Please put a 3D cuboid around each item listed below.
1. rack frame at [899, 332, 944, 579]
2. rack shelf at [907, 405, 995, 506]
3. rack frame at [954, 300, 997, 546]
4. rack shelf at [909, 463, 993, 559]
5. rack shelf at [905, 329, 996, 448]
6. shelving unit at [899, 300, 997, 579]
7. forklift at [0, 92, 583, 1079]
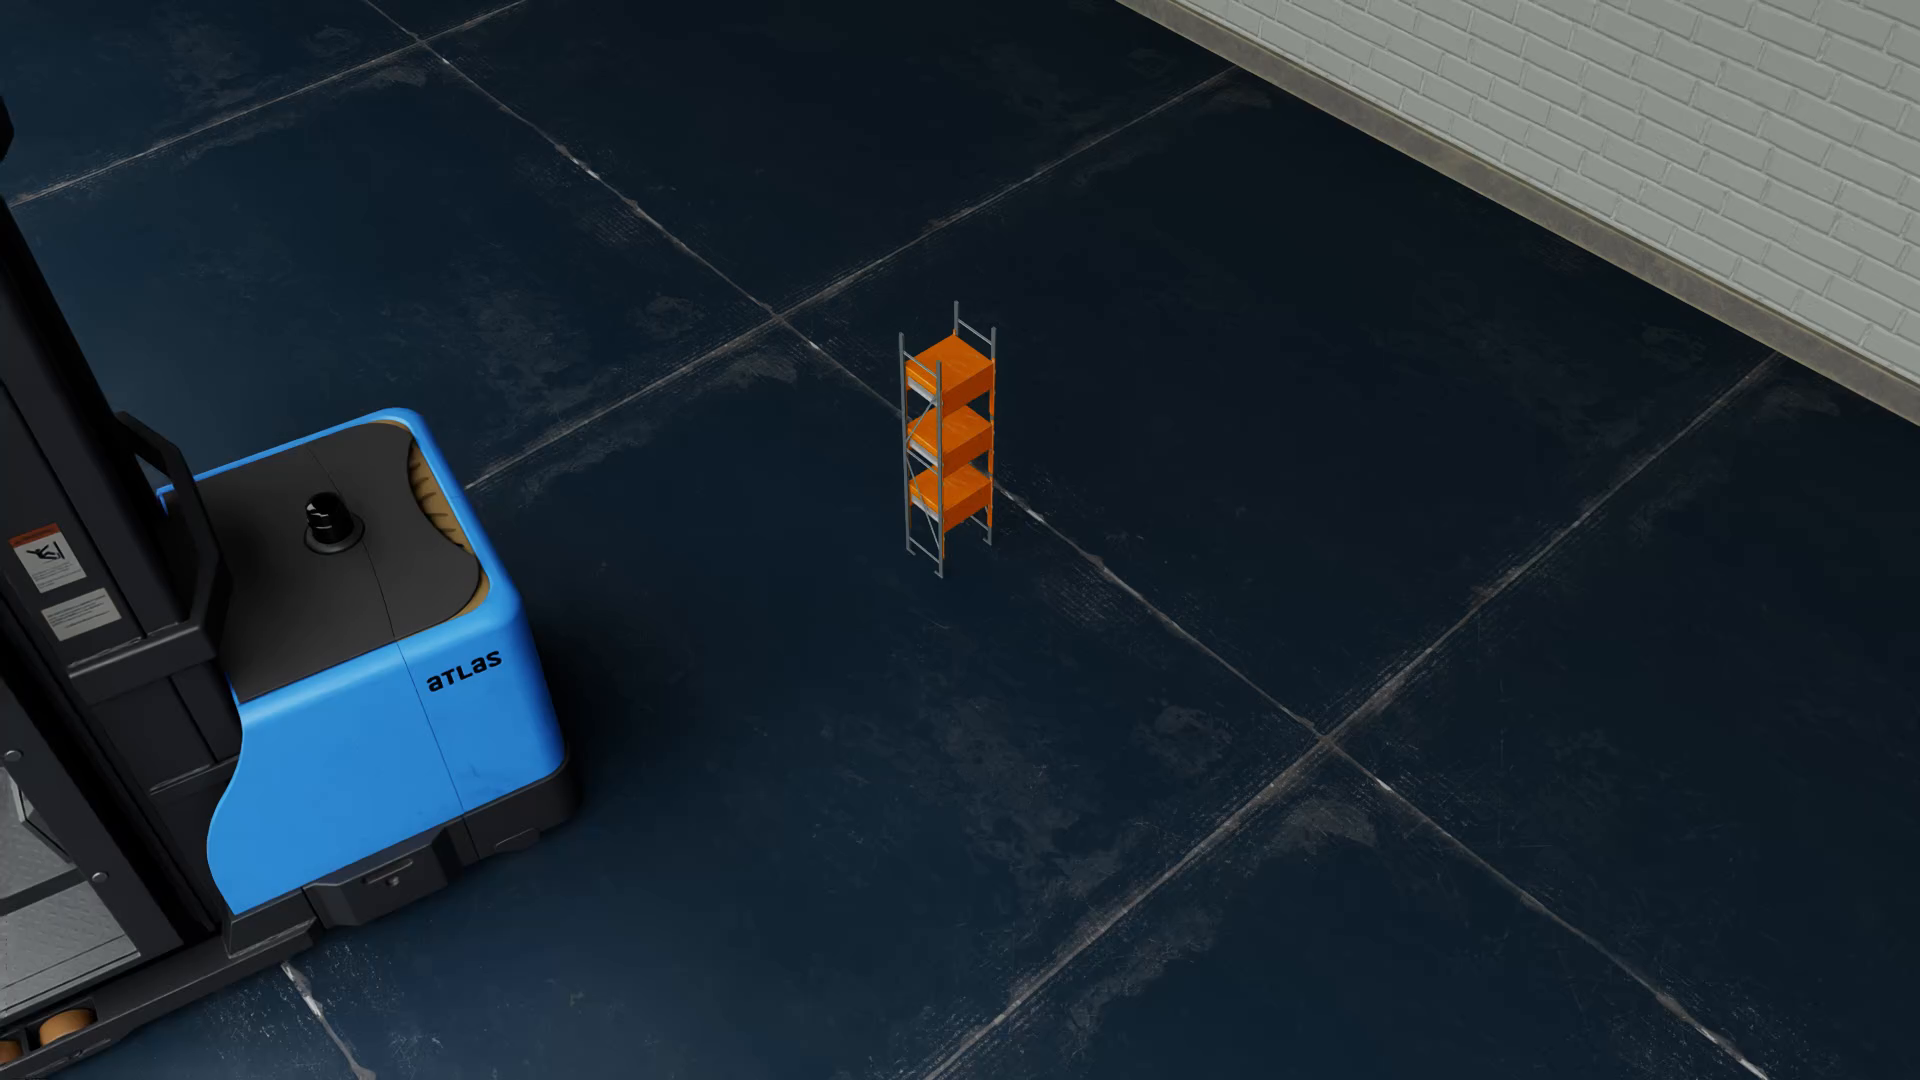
[{"bbox_3d":[-0.130,-0.269,5.784,0.008,1.050,0.200,-34,56,-27],"label":"rack frame"},{"bbox_3d":[-0.040,-0.322,5.848,0.240,0.259,0.215,-34,56,-27],"label":"rack shelf"},{"bbox_3d":[0.051,-0.390,5.895,0.008,1.050,0.200,-34,56,-27],"label":"rack frame"},{"bbox_3d":[-0.040,-0.134,6.052,0.240,0.259,0.215,-34,56,-27],"label":"rack shelf"},{"bbox_3d":[-0.040,-0.515,5.639,0.240,0.259,0.215,-34,56,-27],"label":"rack shelf"},{"bbox_3d":[-0.040,-0.330,5.840,0.252,1.050,0.215,-34,56,-27],"label":"shelving unit"},{"bbox_3d":[-2.753,0.152,4.116,3.031,2.935,1.130,-23,52,-20],"label":"forklift"}]
